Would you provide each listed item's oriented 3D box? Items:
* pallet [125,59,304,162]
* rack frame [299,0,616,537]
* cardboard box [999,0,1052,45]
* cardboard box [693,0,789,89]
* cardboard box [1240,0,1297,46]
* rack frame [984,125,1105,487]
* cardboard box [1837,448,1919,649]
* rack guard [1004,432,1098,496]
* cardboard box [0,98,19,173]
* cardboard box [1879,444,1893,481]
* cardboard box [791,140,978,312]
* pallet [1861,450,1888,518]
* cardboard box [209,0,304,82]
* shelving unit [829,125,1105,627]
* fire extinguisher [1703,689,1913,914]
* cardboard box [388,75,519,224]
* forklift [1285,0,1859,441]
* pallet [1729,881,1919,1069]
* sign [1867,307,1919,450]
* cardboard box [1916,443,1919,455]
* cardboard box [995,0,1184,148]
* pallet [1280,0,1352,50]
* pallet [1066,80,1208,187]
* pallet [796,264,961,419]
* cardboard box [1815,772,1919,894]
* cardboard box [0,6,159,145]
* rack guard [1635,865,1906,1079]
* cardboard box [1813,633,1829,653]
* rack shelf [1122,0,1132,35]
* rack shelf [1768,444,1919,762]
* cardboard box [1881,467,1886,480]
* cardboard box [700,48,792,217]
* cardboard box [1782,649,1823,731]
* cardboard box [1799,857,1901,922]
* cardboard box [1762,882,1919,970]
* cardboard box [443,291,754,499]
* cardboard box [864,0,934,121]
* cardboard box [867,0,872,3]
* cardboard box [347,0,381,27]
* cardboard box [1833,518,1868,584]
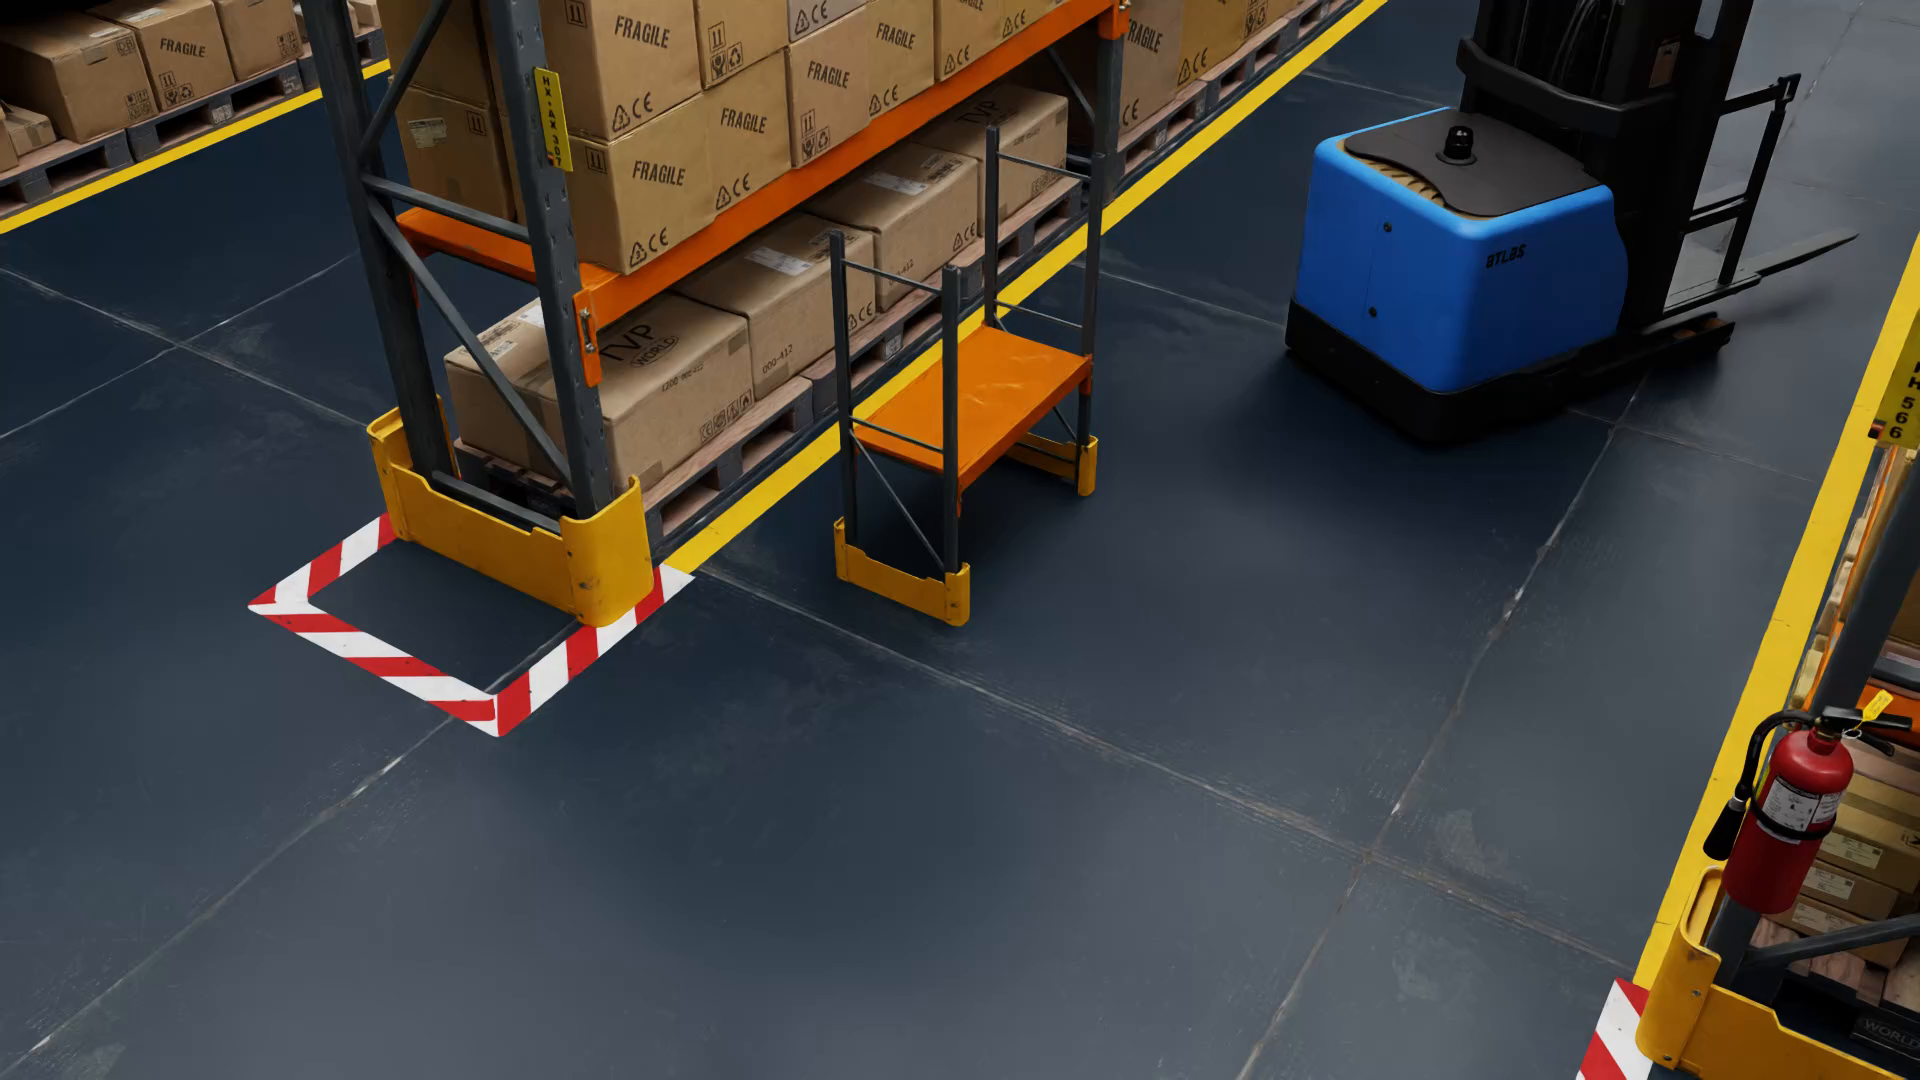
[{"bbox_3d":[-4.816,-2.725,10.113,1.003,0.211,1.213,21,42,25],"label":"pallet"},{"bbox_3d":[-1.745,-1.131,5.761,1.000,3.000,0.127,21,42,25],"label":"rack frame"},{"bbox_3d":[0.095,-2.643,7.640,0.500,0.500,0.500,20,42,24],"label":"cardboard box"},{"bbox_3d":[-0.976,-1.990,5.973,0.500,0.500,0.500,20,42,24],"label":"cardboard box"},{"bbox_3d":[1.620,-3.793,10.610,0.875,0.875,0.875,22,43,26],"label":"cardboard box"},{"bbox_3d":[0.318,-0.900,6.689,0.500,1.500,0.032,21,42,25],"label":"rack frame"},{"bbox_3d":[2.513,-0.037,4.016,0.500,0.500,0.500,22,43,26],"label":"cardboard box"},{"bbox_3d":[0.308,-0.395,7.058,0.587,0.250,0.087,21,42,25],"label":"rack guard"},{"bbox_3d":[-5.530,-2.215,8.867,0.797,0.503,0.637,19,42,23],"label":"cardboard box"},{"bbox_3d":[3.934,-0.298,6.671,0.380,0.149,0.250,21,42,25],"label":"cardboard box"},{"bbox_3d":[-0.508,-1.595,8.116,0.875,0.438,0.875,20,42,24],"label":"cardboard box"},{"bbox_3d":[4.302,-0.164,6.790,1.003,0.211,1.213,21,42,25],"label":"pallet"},{"bbox_3d":[-4.483,-3.177,10.117,0.700,0.500,0.500,20,42,23],"label":"cardboard box"},{"bbox_3d":[0.041,-0.633,6.343,0.587,1.500,1.083,21,42,25],"label":"shelving unit"},{"bbox_3d":[1.965,0.593,3.893,0.296,0.674,0.183,21,42,25],"label":"fire extinguisher"},{"bbox_3d":[-1.710,-1.506,6.165,0.500,0.500,0.500,21,42,25],"label":"cardboard box"},{"bbox_3d":[3.067,-2.248,7.265,3.031,2.935,1.130,-20,42,-23],"label":"forklift"},{"bbox_3d":[2.995,1.094,5.158,1.003,0.211,1.213,21,42,25],"label":"pallet"},{"bbox_3d":[2.031,-0.340,3.527,0.100,0.325,0.005,21,42,25],"label":"sign"},{"bbox_3d":[2.524,-0.435,3.713,0.500,0.500,0.500,20,42,24],"label":"cardboard box"},{"bbox_3d":[0.663,-2.864,9.405,0.875,0.875,0.875,23,43,26],"label":"cardboard box"},{"bbox_3d":[2.056,-3.769,11.466,1.003,0.211,1.213,21,42,25],"label":"pallet"},{"bbox_3d":[0.748,-2.511,9.835,1.003,0.211,1.213,21,42,25],"label":"pallet"},{"bbox_3d":[-0.728,-1.091,7.992,1.003,0.211,1.213,21,42,25],"label":"pallet"},{"bbox_3d":[2.559,0.807,4.750,0.380,0.149,0.250,22,43,26],"label":"cardboard box"},{"bbox_3d":[-5.039,-2.642,9.423,0.700,0.500,0.500,23,43,27],"label":"cardboard box"},{"bbox_3d":[2.530,1.387,4.542,1.175,0.500,0.348,21,42,25],"label":"rack guard"},{"bbox_3d":[3.075,0.376,5.553,0.380,0.149,0.250,22,43,26],"label":"cardboard box"},{"bbox_3d":[1.470,-3.939,9.993,1.077,0.370,4.000,21,42,25],"label":"rack shelf"},{"bbox_3d":[3.561,-0.310,5.285,1.077,0.370,4.000,21,42,25],"label":"rack shelf"},{"bbox_3d":[3.656,-0.274,6.152,0.380,0.149,0.250,22,43,26],"label":"cardboard box"},{"bbox_3d":[-0.997,-1.594,6.279,0.500,0.500,0.500,21,42,25],"label":"cardboard box"},{"bbox_3d":[2.774,0.521,5.121,0.380,0.149,0.250,20,42,24],"label":"cardboard box"},{"bbox_3d":[2.531,0.915,4.853,0.380,0.149,0.250,20,42,24],"label":"cardboard box"},{"bbox_3d":[2.595,1.059,4.910,0.380,0.149,0.250,22,43,26],"label":"cardboard box"},{"bbox_3d":[-1.475,-0.656,6.898,0.875,0.438,0.875,20,42,24],"label":"cardboard box"},{"bbox_3d":[-0.455,-2.114,6.954,0.500,0.500,0.500,23,43,27],"label":"cardboard box"},{"bbox_3d":[-0.440,-2.515,6.655,0.500,0.500,0.500,21,42,25],"label":"cardboard box"},{"bbox_3d":[-3.845,-3.469,10.784,0.380,0.149,0.250,20,42,24],"label":"cardboard box"},{"bbox_3d":[3.352,0.099,5.913,0.380,0.149,0.250,22,43,26],"label":"cardboard box"}]
